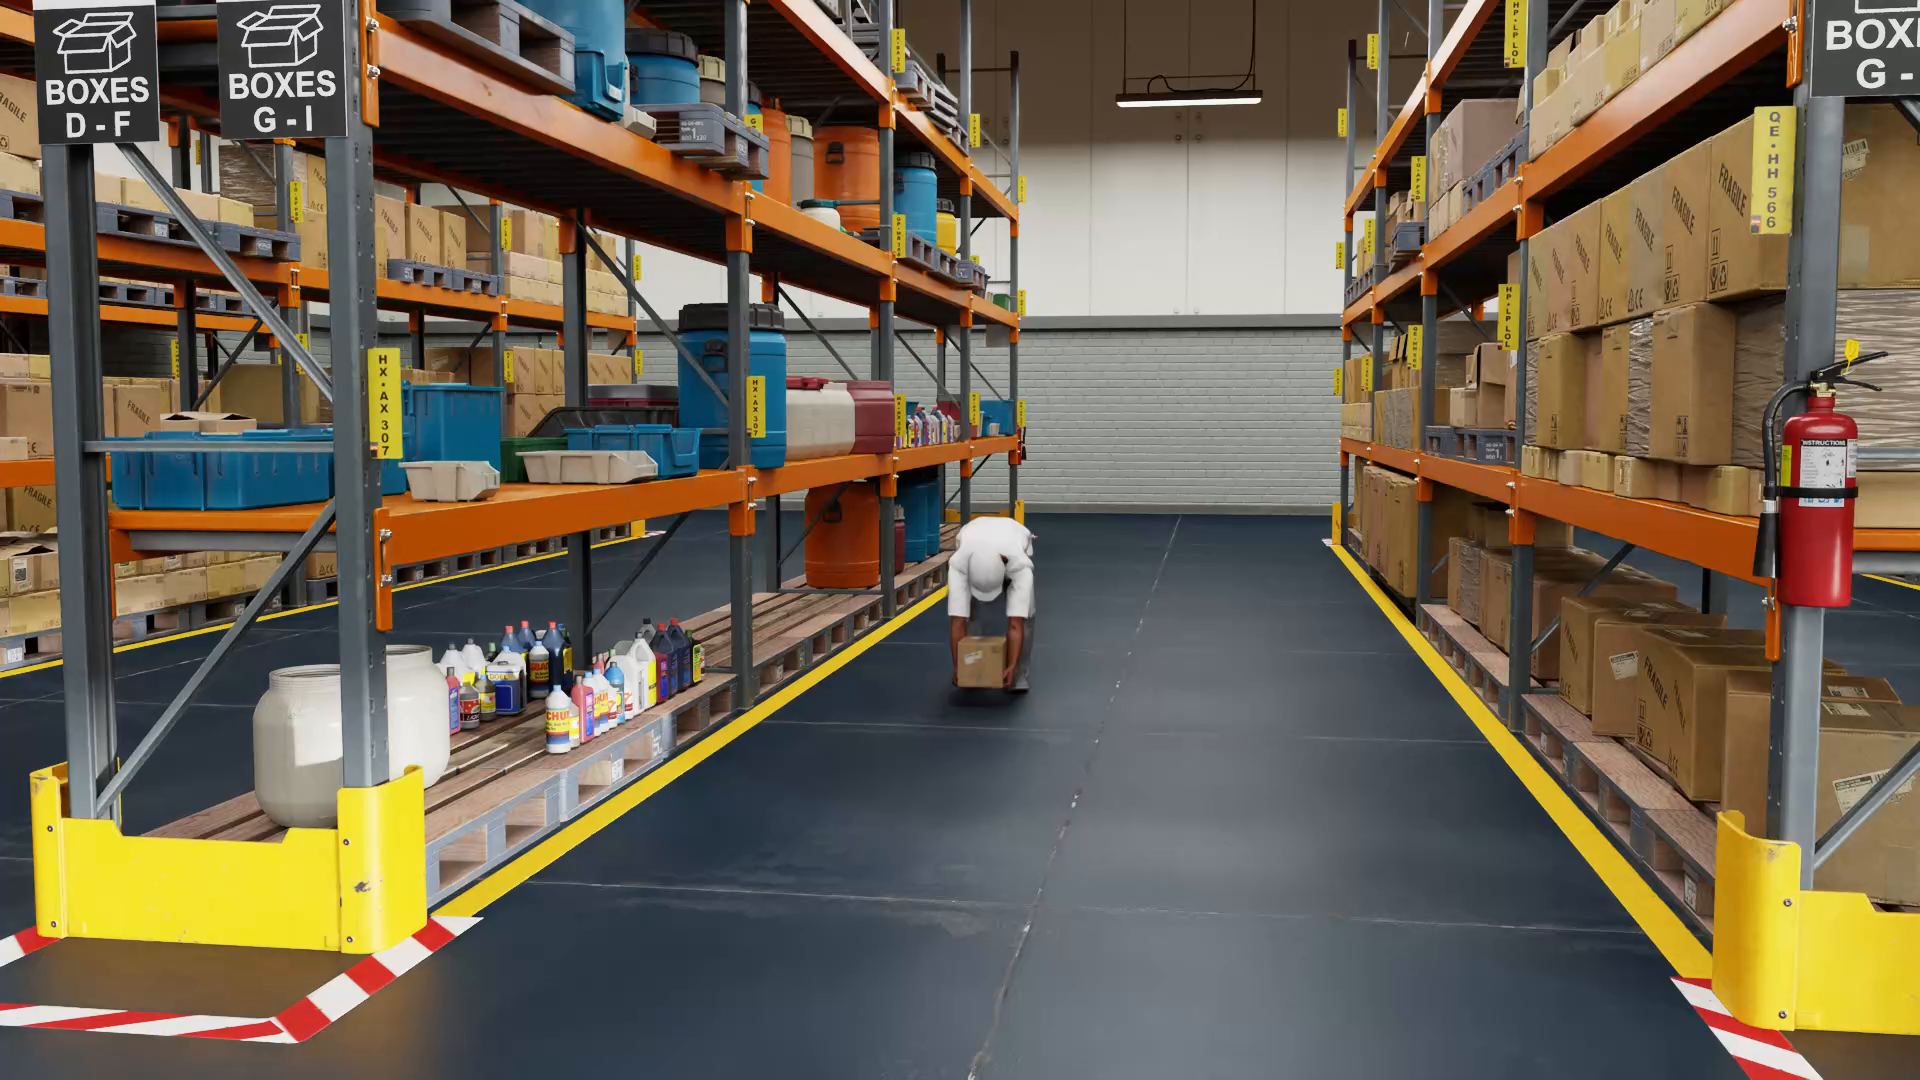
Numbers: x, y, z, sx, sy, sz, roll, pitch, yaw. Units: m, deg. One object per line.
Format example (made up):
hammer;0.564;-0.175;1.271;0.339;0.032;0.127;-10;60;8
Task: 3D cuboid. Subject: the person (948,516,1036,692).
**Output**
person;0.187;0.381;9.472;0.490;1.006;0.976;0;4;6
